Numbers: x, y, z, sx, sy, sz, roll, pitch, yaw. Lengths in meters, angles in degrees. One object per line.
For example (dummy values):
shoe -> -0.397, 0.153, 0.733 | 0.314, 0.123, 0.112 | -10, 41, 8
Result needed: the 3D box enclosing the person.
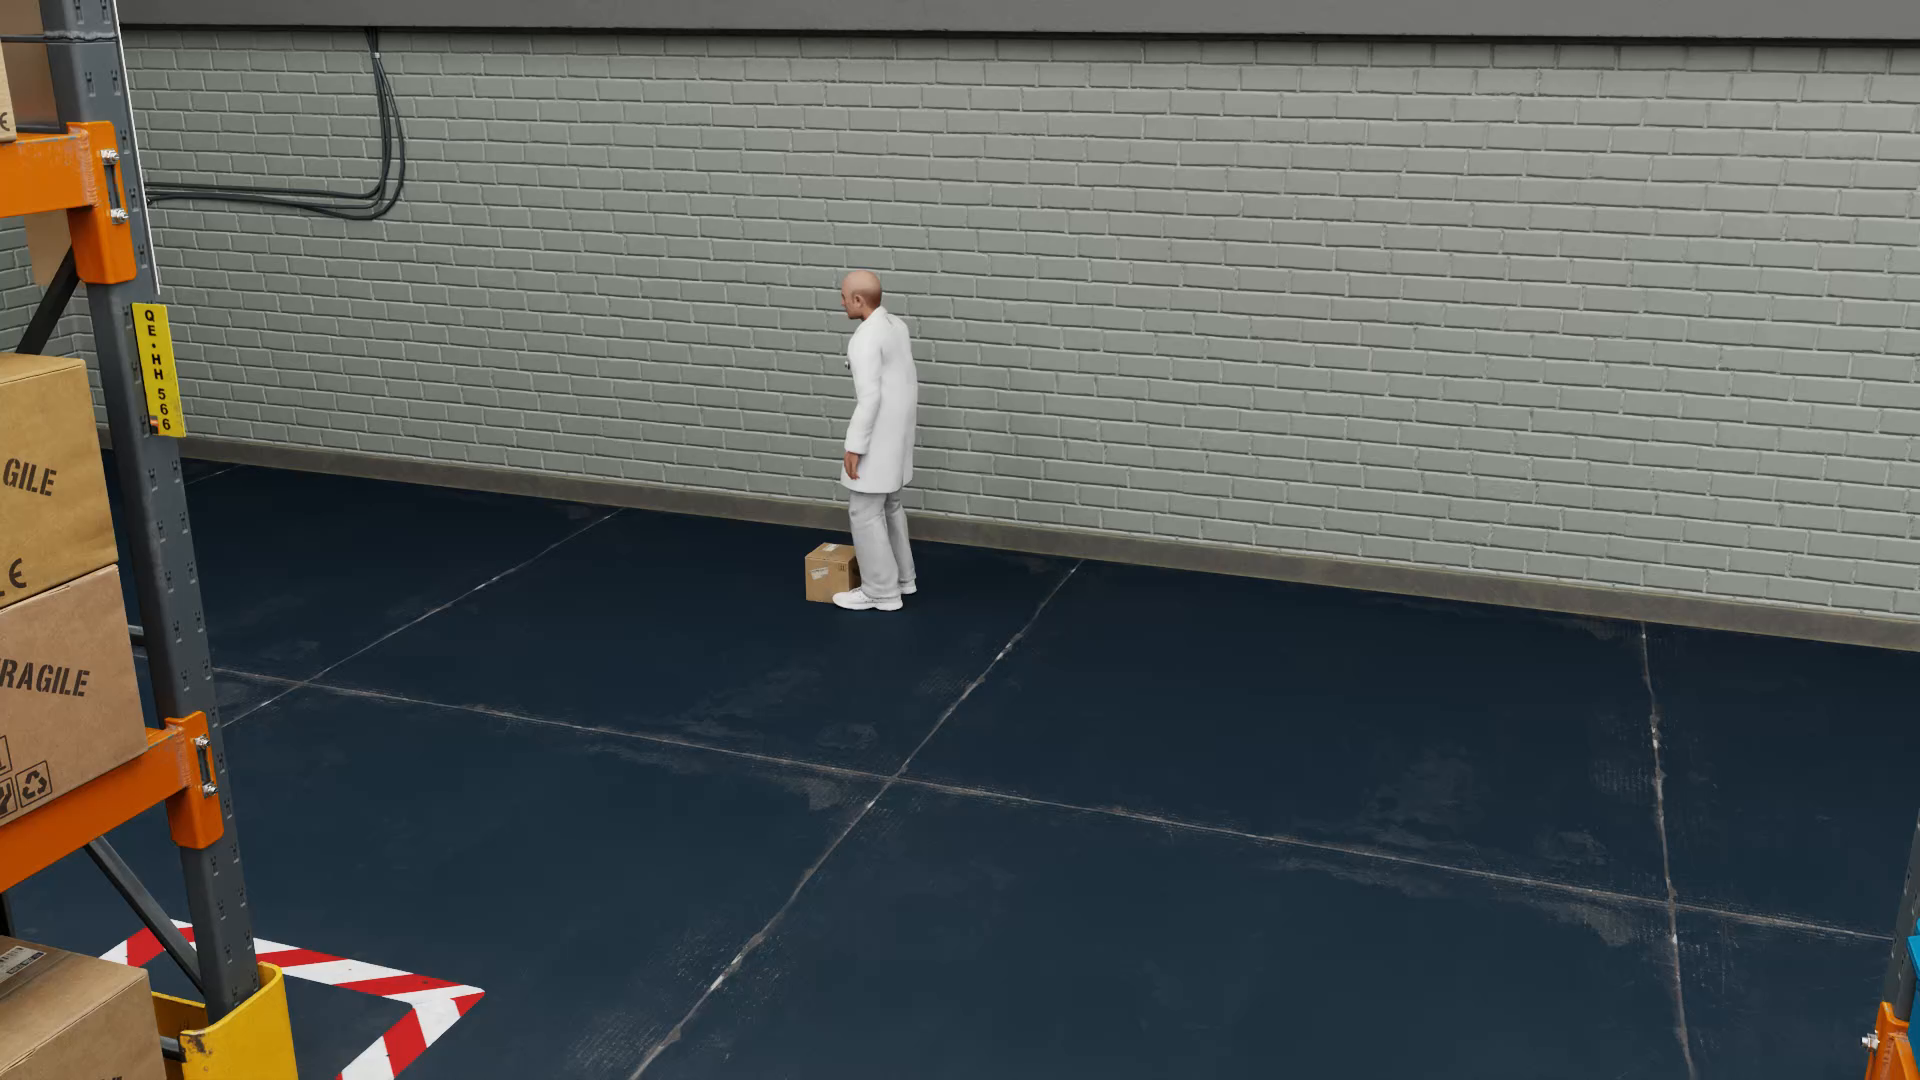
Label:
person -> -0.434, -0.519, 8.645 | 0.417, 1.774, 0.649 | 6, 19, 18
